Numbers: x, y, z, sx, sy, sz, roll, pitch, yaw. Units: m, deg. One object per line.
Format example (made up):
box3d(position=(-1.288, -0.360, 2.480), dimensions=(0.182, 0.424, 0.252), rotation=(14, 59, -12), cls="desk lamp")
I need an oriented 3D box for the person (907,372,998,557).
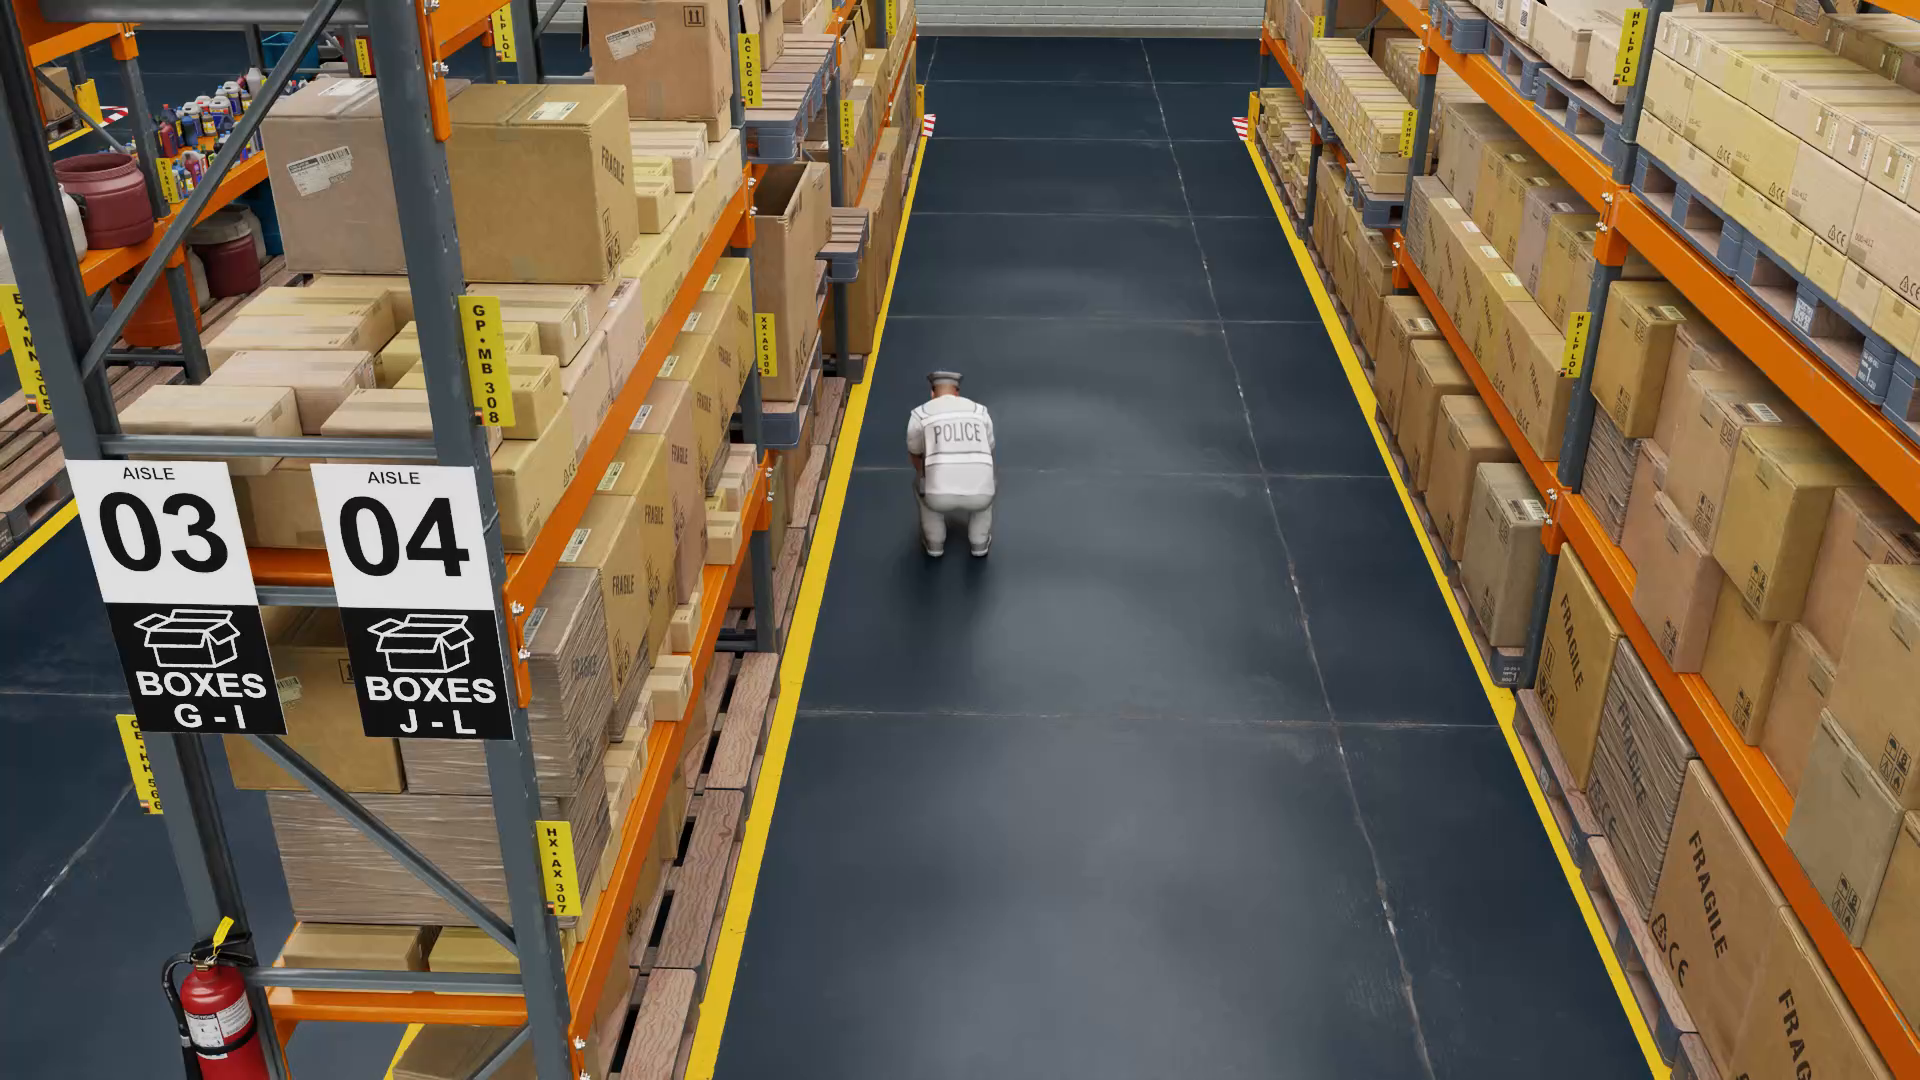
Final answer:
box3d(position=(-0.048, -0.465, 10.289), dimensions=(0.569, 1.020, 0.911), rotation=(0, 28, 0), cls="person")
